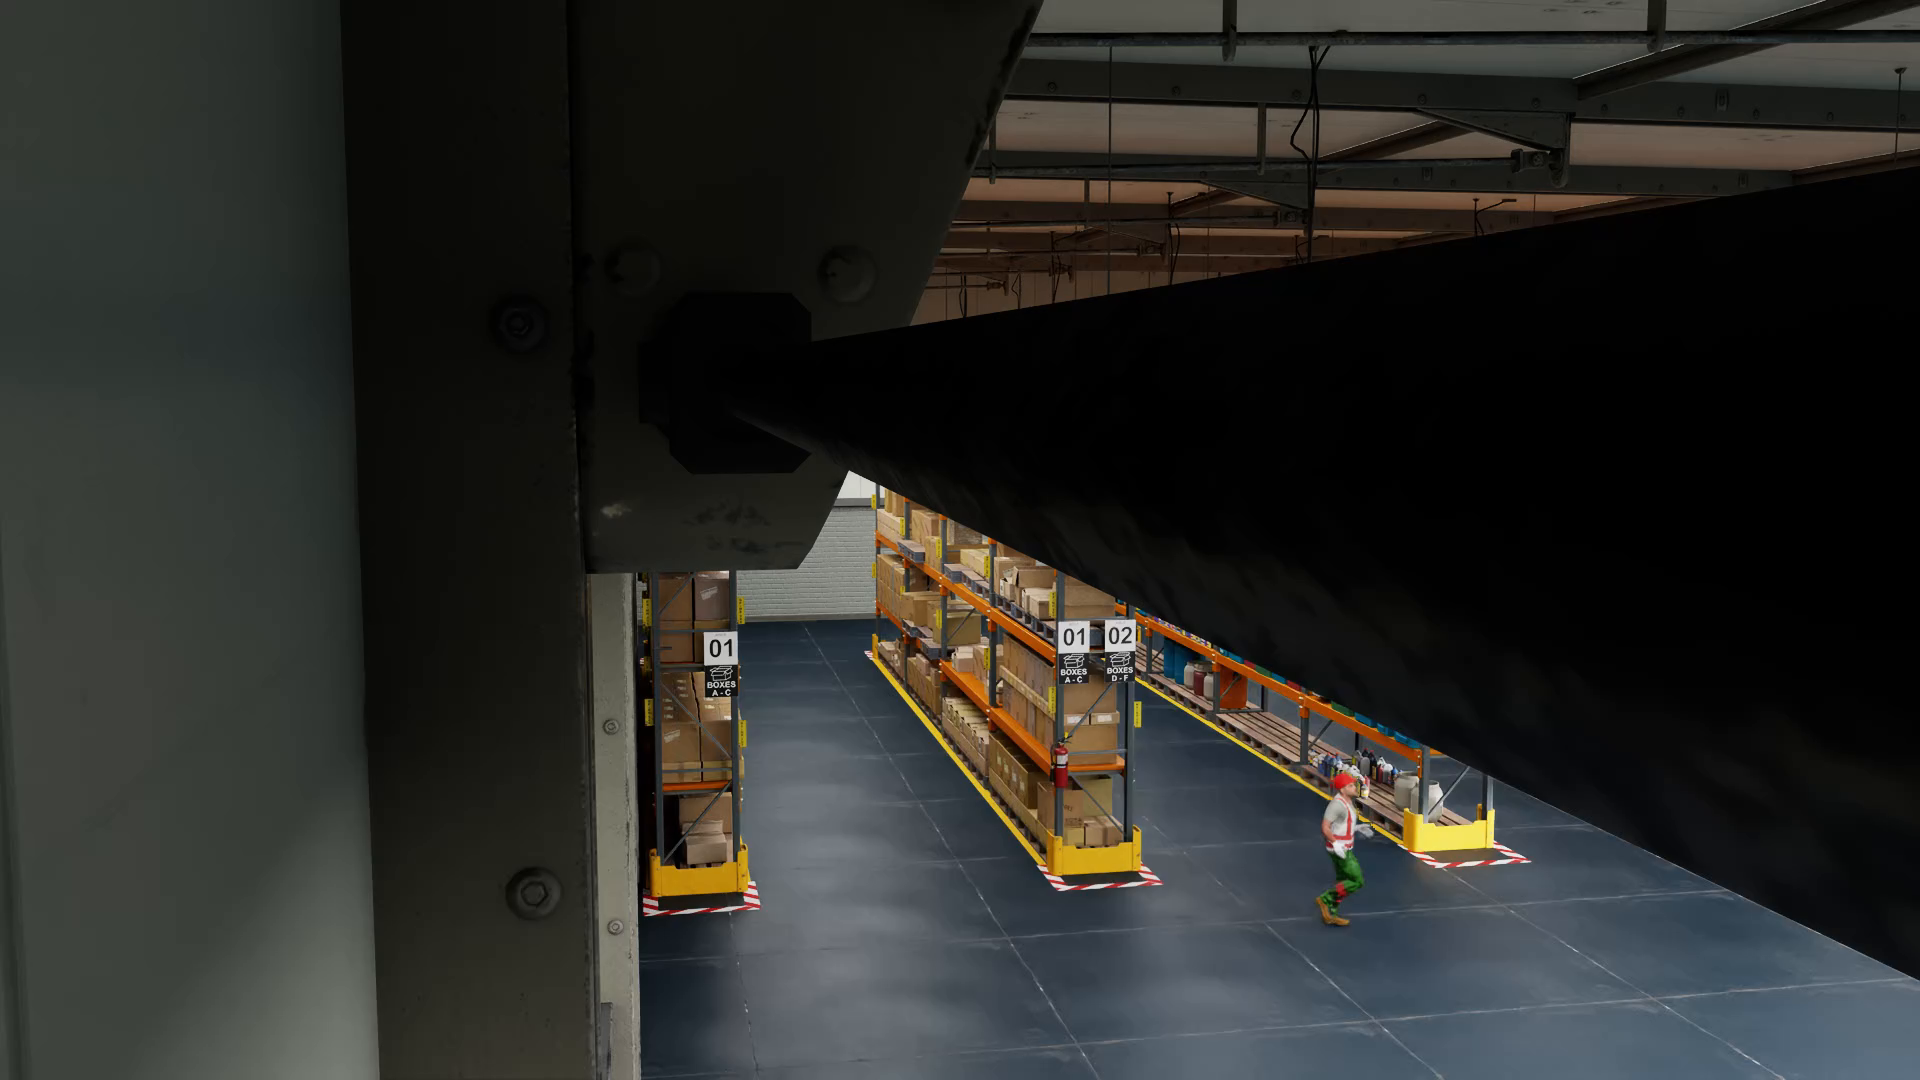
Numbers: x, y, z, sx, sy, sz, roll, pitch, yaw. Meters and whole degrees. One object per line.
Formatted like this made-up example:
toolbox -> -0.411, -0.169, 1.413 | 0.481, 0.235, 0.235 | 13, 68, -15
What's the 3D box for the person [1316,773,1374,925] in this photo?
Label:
person -> 4.390, 3.517, 18.954 | 0.607, 1.749, 0.637 | 2, 6, 17
